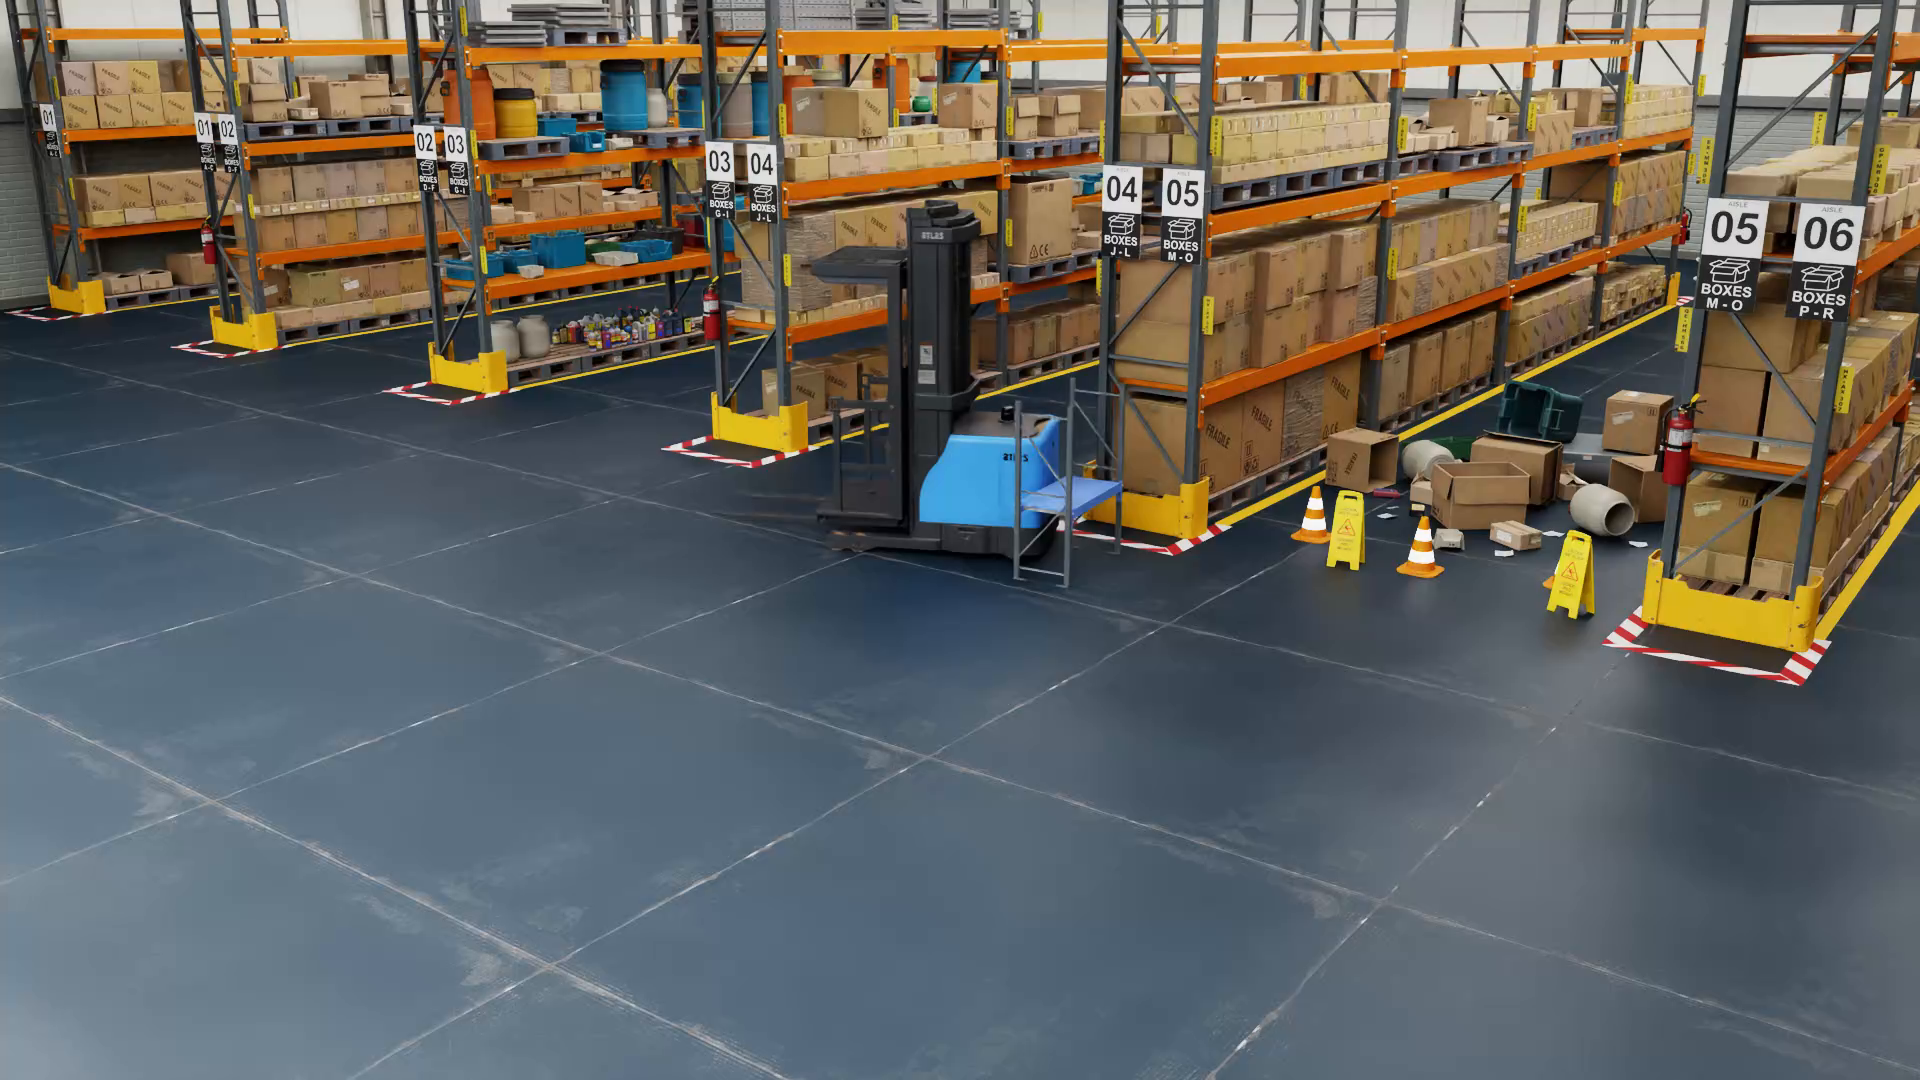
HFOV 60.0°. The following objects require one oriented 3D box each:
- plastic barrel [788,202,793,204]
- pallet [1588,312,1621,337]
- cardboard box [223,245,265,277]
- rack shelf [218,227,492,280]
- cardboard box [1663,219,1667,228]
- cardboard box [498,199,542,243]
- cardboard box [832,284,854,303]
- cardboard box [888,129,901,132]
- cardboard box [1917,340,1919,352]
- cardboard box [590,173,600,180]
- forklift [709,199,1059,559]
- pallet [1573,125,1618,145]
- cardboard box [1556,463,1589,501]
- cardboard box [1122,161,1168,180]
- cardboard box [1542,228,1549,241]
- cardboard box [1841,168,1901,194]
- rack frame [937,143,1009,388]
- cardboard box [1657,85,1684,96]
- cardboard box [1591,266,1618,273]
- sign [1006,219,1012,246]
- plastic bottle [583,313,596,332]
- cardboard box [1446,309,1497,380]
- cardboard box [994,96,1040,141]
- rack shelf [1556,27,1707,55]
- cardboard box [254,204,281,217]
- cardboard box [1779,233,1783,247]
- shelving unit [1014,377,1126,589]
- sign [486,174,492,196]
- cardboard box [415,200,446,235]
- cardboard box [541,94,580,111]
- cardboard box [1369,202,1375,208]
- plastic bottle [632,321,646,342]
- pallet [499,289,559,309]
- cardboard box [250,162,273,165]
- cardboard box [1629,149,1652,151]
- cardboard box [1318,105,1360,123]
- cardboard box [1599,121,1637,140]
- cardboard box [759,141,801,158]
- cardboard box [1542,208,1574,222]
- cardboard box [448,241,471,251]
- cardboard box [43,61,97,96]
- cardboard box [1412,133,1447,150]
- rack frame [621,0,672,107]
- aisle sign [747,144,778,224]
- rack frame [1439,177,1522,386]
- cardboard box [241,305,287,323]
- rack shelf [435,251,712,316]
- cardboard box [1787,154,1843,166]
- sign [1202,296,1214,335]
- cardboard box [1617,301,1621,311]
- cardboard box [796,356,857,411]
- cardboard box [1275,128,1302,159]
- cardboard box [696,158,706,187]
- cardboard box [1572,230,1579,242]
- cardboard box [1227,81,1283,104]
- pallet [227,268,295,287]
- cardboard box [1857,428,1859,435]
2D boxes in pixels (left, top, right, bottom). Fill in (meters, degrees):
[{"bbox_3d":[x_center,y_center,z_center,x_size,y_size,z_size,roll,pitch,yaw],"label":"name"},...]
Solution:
[{"bbox_3d":[-2.641,-4.739,24.718,0.433,0.535,0.433,0,17,0],"label":"plastic barrel"},{"bbox_3d":[9.215,-3.275,24.933,1.003,0.211,1.213,12,21,35],"label":"pallet"},{"bbox_3d":[-12.367,-4.823,28.691,0.500,0.500,0.500,11,20,31],"label":"cardboard box"},{"bbox_3d":[-8.992,-4.367,24.961,1.077,0.370,4.000,12,21,35],"label":"rack shelf"},{"bbox_3d":[10.944,-5.030,26.308,0.380,0.149,0.250,12,21,34],"label":"cardboard box"},{"bbox_3d":[-8.854,-6.340,33.018,0.750,0.750,0.750,12,21,34],"label":"cardboard box"},{"bbox_3d":[-1.678,-2.939,18.479,0.875,0.500,0.500,12,21,35],"label":"cardboard box"},{"bbox_3d":[-0.910,-4.713,19.386,0.380,0.149,0.250,12,21,34],"label":"cardboard box"},{"bbox_3d":[8.696,-1.841,15.328,0.380,0.149,0.250,13,21,35],"label":"cardboard box"},{"bbox_3d":[-7.619,-7.488,34.188,0.380,0.149,0.250,12,21,35],"label":"cardboard box"},{"bbox_3d":[-0.684,-1.438,14.433,3.031,2.935,1.130,4,18,11],"label":"forklift"},{"bbox_3d":[8.390,-5.655,23.154,1.213,0.211,1.003,12,21,35],"label":"pallet"},{"bbox_3d":[5.903,-0.564,16.111,0.258,0.266,0.396,-1,17,-3],"label":"cardboard box"},{"bbox_3d":[1.619,-3.282,14.744,0.380,0.149,0.250,12,21,35],"label":"cardboard box"},{"bbox_3d":[7.525,-4.038,21.904,0.380,0.149,0.250,12,21,35],"label":"cardboard box"},{"bbox_3d":[6.650,-2.632,12.181,0.380,0.149,0.250,12,21,34],"label":"cardboard box"},{"bbox_3d":[0.154,-3.435,20.748,1.000,3.000,0.127,12,21,35],"label":"rack frame"},{"bbox_3d":[11.057,-7.007,25.928,0.380,0.149,0.250,13,21,35],"label":"cardboard box"},{"bbox_3d":[10.240,-4.253,26.478,0.380,0.149,0.250,11,20,32],"label":"cardboard box"},{"bbox_3d":[0.594,-3.755,20.317,0.100,0.325,0.005,12,21,35],"label":"sign"},{"bbox_3d":[-5.115,-2.946,22.898,0.144,0.351,0.185,13,22,37],"label":"plastic bottle"},{"bbox_3d":[6.025,-2.485,20.772,1.050,0.750,0.750,12,21,34],"label":"cardboard box"},{"bbox_3d":[0.513,-5.212,20.530,0.797,0.503,0.637,11,20,32],"label":"cardboard box"},{"bbox_3d":[10.035,-7.436,24.736,1.077,0.370,4.000,12,21,35],"label":"rack shelf"},{"bbox_3d":[-9.776,-4.647,23.388,0.380,0.149,0.250,12,21,34],"label":"cardboard box"},{"bbox_3d":[5.839,-2.243,12.276,0.380,0.149,0.250,13,21,35],"label":"cardboard box"},{"bbox_3d":[0.915,-0.494,13.806,0.538,1.500,1.048,9,20,28],"label":"shelving unit"},{"bbox_3d":[-7.353,-5.540,25.933,0.100,0.325,0.005,12,21,35],"label":"sign"},{"bbox_3d":[-8.368,-5.001,25.621,0.700,0.500,0.500,12,21,34],"label":"cardboard box"},{"bbox_3d":[-6.611,-7.193,27.335,0.500,0.250,0.500,10,20,30],"label":"cardboard box"},{"bbox_3d":[7.051,-5.908,29.136,0.380,0.149,0.250,12,21,35],"label":"cardboard box"},{"bbox_3d":[-4.383,-2.855,22.730,0.152,0.276,0.135,13,21,36],"label":"plastic bottle"},{"bbox_3d":[-7.392,-4.037,27.389,1.003,0.211,1.213,12,21,35],"label":"pallet"},{"bbox_3d":[-12.228,-6.282,28.870,0.500,0.500,0.500,12,21,33],"label":"cardboard box"},{"bbox_3d":[10.746,-6.000,26.652,0.500,0.500,0.500,12,21,34],"label":"cardboard box"},{"bbox_3d":[3.665,-4.154,16.206,0.380,0.149,0.250,13,21,36],"label":"cardboard box"},{"bbox_3d":[9.331,-5.865,23.766,0.500,0.250,0.500,14,22,37],"label":"cardboard box"},{"bbox_3d":[-1.880,-4.059,17.278,0.380,0.149,0.250,12,21,34],"label":"cardboard box"},{"bbox_3d":[8.141,-4.429,22.660,0.380,0.149,0.250,12,21,33],"label":"cardboard box"},{"bbox_3d":[-9.784,-5.850,31.996,0.700,0.500,0.500,13,21,35],"label":"cardboard box"},{"bbox_3d":[-13.739,-7.125,25.683,0.500,0.500,0.500,11,20,31],"label":"cardboard box"},{"bbox_3d":[5.121,-4.383,18.291,0.380,0.149,0.250,12,21,35],"label":"cardboard box"},{"bbox_3d":[-5.417,-9.004,28.566,1.000,3.000,0.127,12,21,35],"label":"rack frame"},{"bbox_3d":[-2.026,-3.656,17.077,0.394,0.787,0.004,12,21,35],"label":"aisle sign"},{"bbox_3d":[6.460,-3.487,20.916,1.000,3.000,0.127,12,21,35],"label":"rack frame"},{"bbox_3d":[-10.101,-3.301,24.245,0.500,0.250,0.500,12,21,35],"label":"cardboard box"},{"bbox_3d":[-5.016,-3.491,22.139,1.077,0.370,4.000,12,21,35],"label":"rack shelf"},{"bbox_3d":[6.931,-3.040,13.497,0.380,0.149,0.250,12,21,34],"label":"cardboard box"},{"bbox_3d":[2.136,-1.934,14.320,0.100,0.325,0.005,12,21,35],"label":"sign"},{"bbox_3d":[9.827,-3.581,25.315,0.380,0.149,0.250,11,21,32],"label":"cardboard box"},{"bbox_3d":[-1.515,-1.784,18.936,0.500,0.500,0.500,-13,22,-36],"label":"cardboard box"},{"bbox_3d":[2.789,-3.644,15.238,0.500,0.250,0.500,12,21,34],"label":"cardboard box"},{"bbox_3d":[-4.434,-6.742,30.519,0.500,0.500,0.700,-15,23,-40],"label":"cardboard box"},{"bbox_3d":[8.312,-4.211,22.960,0.380,0.149,0.250,11,20,32],"label":"cardboard box"},{"bbox_3d":[4.583,-6.882,25.912,0.700,0.500,0.500,13,22,36],"label":"cardboard box"},{"bbox_3d":[-12.152,-4.563,29.082,1.003,0.211,1.213,12,21,35],"label":"pallet"},{"bbox_3d":[6.775,-0.887,12.966,0.380,0.149,0.250,13,22,36],"label":"cardboard box"}]
